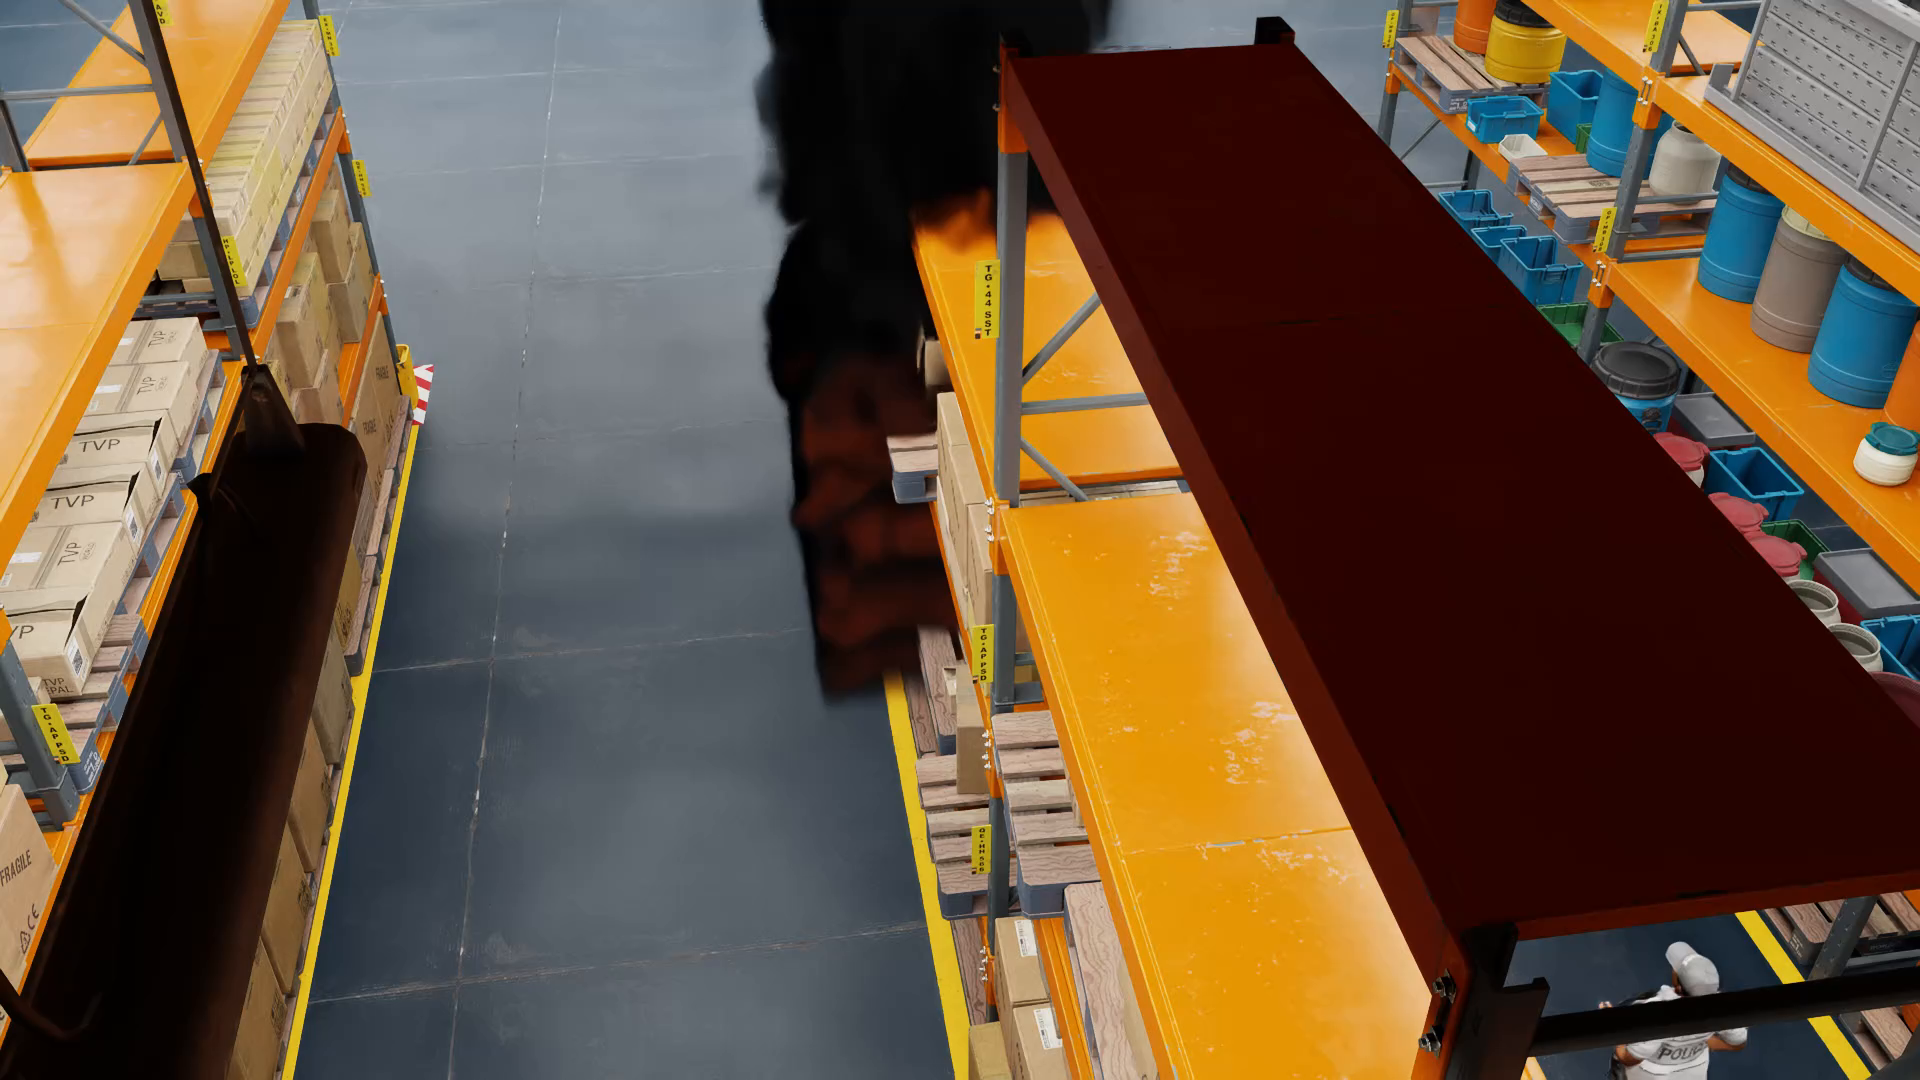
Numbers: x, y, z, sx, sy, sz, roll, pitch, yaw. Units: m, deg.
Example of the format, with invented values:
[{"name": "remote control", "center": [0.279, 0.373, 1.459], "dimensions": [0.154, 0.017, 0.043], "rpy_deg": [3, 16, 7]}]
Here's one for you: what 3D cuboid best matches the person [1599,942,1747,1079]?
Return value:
[{"name": "person", "center": [3.376, 2.550, 8.146], "dimensions": [0.599, 1.670, 0.531], "rpy_deg": [-10, 38, -14]}]
